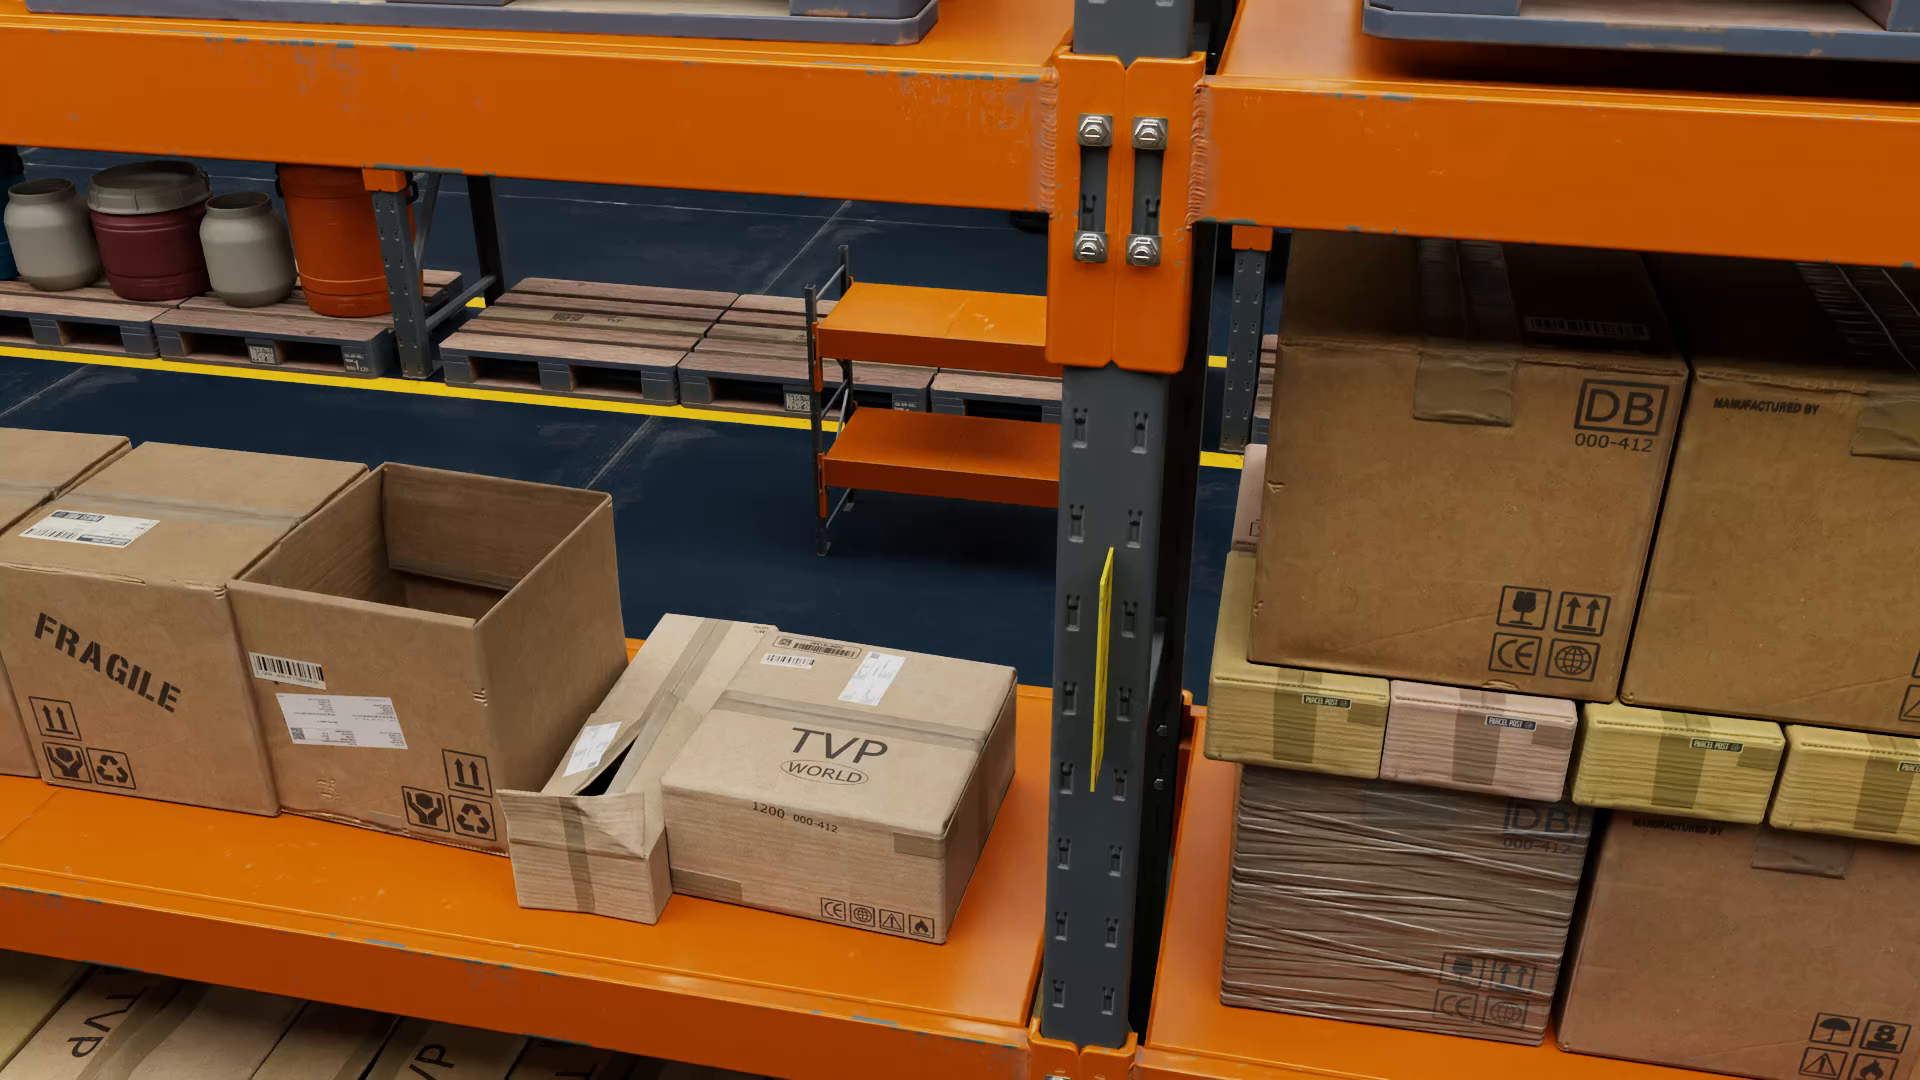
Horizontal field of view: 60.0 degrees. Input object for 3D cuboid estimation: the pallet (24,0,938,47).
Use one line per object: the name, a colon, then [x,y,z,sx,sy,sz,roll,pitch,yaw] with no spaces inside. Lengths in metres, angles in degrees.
pallet: [-0.575,-0.924,2.390,1.217,0.209,0.805,5,29,9]

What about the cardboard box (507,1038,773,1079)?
cardboard box: [-0.675,1.211,3.257,0.500,0.311,0.500,7,29,12]

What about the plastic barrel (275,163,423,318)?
plastic barrel: [-3.065,-1.610,8.390,0.708,0.830,0.600,6,29,11]

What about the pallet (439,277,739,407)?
pallet: [-1.833,-1.018,8.389,1.213,0.211,1.003,6,29,11]

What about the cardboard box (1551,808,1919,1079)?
cardboard box: [1.243,0.438,2.723,0.500,0.500,0.700,6,29,10]

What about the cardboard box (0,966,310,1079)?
cardboard box: [-1.654,1.107,3.445,0.500,0.311,0.500,5,29,10]

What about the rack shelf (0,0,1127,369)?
rack shelf: [-1.665,-0.811,2.733,4.000,0.370,1.077,6,29,11]

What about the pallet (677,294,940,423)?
pallet: [-0.644,-0.894,8.164,1.213,0.211,1.003,6,29,11]

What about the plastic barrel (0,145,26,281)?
plastic barrel: [-5.274,-1.868,8.787,0.708,0.901,0.600,6,29,11]

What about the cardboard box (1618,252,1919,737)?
cardboard box: [1.220,-0.131,2.411,0.500,0.500,0.700,6,29,10]

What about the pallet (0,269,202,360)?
pallet: [-4.552,-1.297,8.899,1.213,0.211,1.003,6,29,11]

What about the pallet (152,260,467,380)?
pallet: [-3.363,-1.173,8.673,1.213,0.211,1.003,6,29,11]

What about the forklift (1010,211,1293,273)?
forklift: [0.921,-3.327,9.775,3.031,2.935,1.130,19,34,31]

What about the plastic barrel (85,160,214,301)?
plastic barrel: [-4.169,-1.618,8.655,0.708,0.588,0.600,6,29,11]

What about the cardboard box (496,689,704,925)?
cardboard box: [-0.607,0.447,2.950,0.258,0.266,0.396,5,29,9]

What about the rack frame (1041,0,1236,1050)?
rack frame: [0.290,0.392,2.911,0.053,2.616,0.949,6,29,11]

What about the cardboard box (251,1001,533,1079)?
cardboard box: [-1.163,1.160,3.350,0.500,0.311,0.500,6,29,10]

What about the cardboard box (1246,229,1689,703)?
cardboard box: [0.726,-0.181,2.502,0.500,0.500,0.700,6,29,11]

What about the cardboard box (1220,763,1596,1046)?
cardboard box: [0.726,0.388,2.814,0.500,0.500,0.700,5,29,9]

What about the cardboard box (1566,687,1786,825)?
cardboard box: [1.011,0.230,2.427,0.250,0.149,0.380,5,29,9]

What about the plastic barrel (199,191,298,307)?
plastic barrel: [-3.636,-1.486,8.493,0.421,0.512,0.421,0,29,0]

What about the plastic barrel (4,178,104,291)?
plastic barrel: [-4.740,-1.599,8.700,0.421,0.512,0.421,0,29,0]

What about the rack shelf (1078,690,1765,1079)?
rack shelf: [2.247,0.906,2.720,4.000,0.370,1.077,6,29,11]

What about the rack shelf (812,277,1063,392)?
rack shelf: [-0.007,-0.751,6.341,1.000,0.278,0.538,6,29,11]

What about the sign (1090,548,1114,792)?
sign: [0.187,0.173,2.188,0.005,0.325,0.100,6,29,11]

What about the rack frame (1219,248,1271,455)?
rack frame: [1.329,-1.936,7.162,0.127,3.000,1.000,6,29,11]

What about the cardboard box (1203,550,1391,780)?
cardboard box: [0.513,0.180,2.519,0.250,0.149,0.380,6,29,10]

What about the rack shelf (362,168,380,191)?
rack shelf: [-4.539,-2.222,8.434,4.000,0.370,1.077,6,29,11]

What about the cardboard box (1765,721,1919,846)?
cardboard box: [1.268,0.255,2.380,0.250,0.149,0.380,6,29,10]

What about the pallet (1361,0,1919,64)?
pallet: [1.130,-0.813,2.081,1.213,0.211,1.003,6,29,11]

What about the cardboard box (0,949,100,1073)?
cardboard box: [-2.156,1.056,3.539,0.500,0.311,0.500,5,29,9]

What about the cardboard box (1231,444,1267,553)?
cardboard box: [0.601,-0.012,2.868,0.250,0.149,0.380,6,29,11]

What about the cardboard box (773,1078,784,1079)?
cardboard box: [-0.165,1.260,3.167,0.500,0.311,0.500,6,29,11]

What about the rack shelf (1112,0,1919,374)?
rack shelf: [2.247,-0.410,2.000,4.000,0.370,1.077,6,29,11]

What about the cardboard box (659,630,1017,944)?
cardboard box: [-0.200,0.427,3.003,0.500,0.250,0.500,8,30,14]

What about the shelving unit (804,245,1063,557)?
shelving unit: [-0.007,-0.494,6.481,1.048,1.125,0.538,6,29,11]

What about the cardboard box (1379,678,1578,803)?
cardboard box: [0.759,0.205,2.473,0.250,0.149,0.380,6,29,11]

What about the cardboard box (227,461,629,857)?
cardboard box: [-0.972,0.209,3.141,0.500,0.500,0.500,8,30,14]

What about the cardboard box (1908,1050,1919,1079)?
cardboard box: [1.733,0.490,2.628,0.500,0.500,0.700,6,29,11]

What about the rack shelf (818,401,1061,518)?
rack shelf: [-0.007,-0.280,6.599,1.000,0.278,0.538,6,29,11]

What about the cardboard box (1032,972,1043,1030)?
cardboard box: [-0.061,1.008,3.628,0.500,0.311,0.500,6,29,11]

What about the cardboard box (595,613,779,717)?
cardboard box: [-0.533,0.315,3.312,0.250,0.149,0.380,6,29,11]

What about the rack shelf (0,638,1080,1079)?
rack shelf: [-1.665,0.505,3.453,4.000,0.370,1.077,6,29,11]

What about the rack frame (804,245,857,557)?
rack frame: [-0.504,-0.545,6.574,0.032,1.125,0.500,6,29,11]

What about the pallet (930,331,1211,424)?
pallet: [0.553,-0.773,7.942,1.213,0.211,1.003,6,29,11]

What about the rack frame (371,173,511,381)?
rack frame: [-2.583,-2.337,7.895,0.127,3.000,1.000,6,29,11]

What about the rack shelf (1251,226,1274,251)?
rack shelf: [3.285,-1.420,6.969,4.000,0.370,1.077,6,29,11]

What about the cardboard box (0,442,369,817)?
cardboard box: [-1.462,0.158,3.233,0.500,0.500,0.500,6,29,11]

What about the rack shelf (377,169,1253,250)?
rack shelf: [-0.627,-1.821,7.701,4.000,0.370,1.077,6,29,11]

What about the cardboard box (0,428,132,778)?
cardboard box: [-1.977,0.106,3.329,0.500,0.500,0.500,4,29,8]

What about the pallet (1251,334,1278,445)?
pallet: [1.977,-0.626,7.673,1.213,0.211,1.003,6,29,11]
